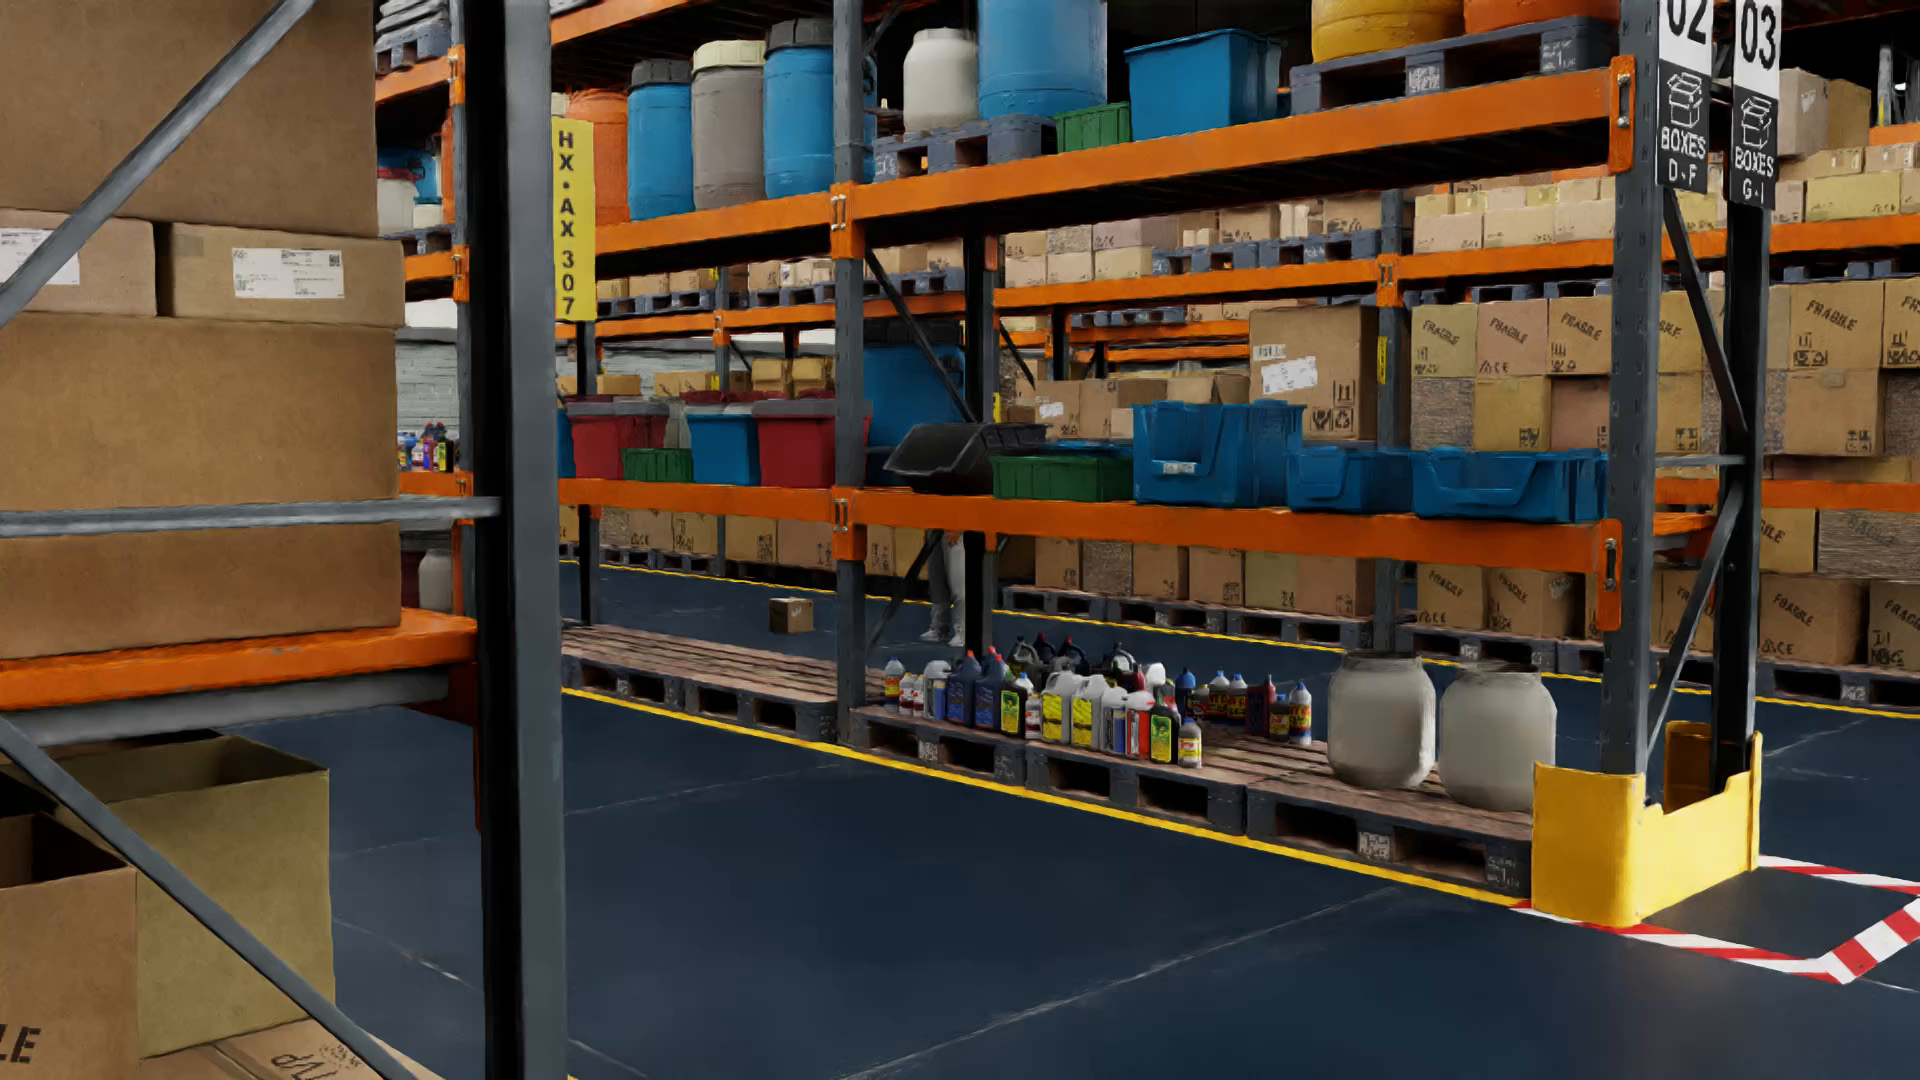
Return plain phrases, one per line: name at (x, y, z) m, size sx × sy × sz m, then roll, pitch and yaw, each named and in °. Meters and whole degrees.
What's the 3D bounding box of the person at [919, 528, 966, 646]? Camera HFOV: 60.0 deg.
person at (-0.089, -0.063, 12.412) m, size 0.415 × 1.711 × 0.527 m, roll -2°, pitch 5°, yaw -31°
